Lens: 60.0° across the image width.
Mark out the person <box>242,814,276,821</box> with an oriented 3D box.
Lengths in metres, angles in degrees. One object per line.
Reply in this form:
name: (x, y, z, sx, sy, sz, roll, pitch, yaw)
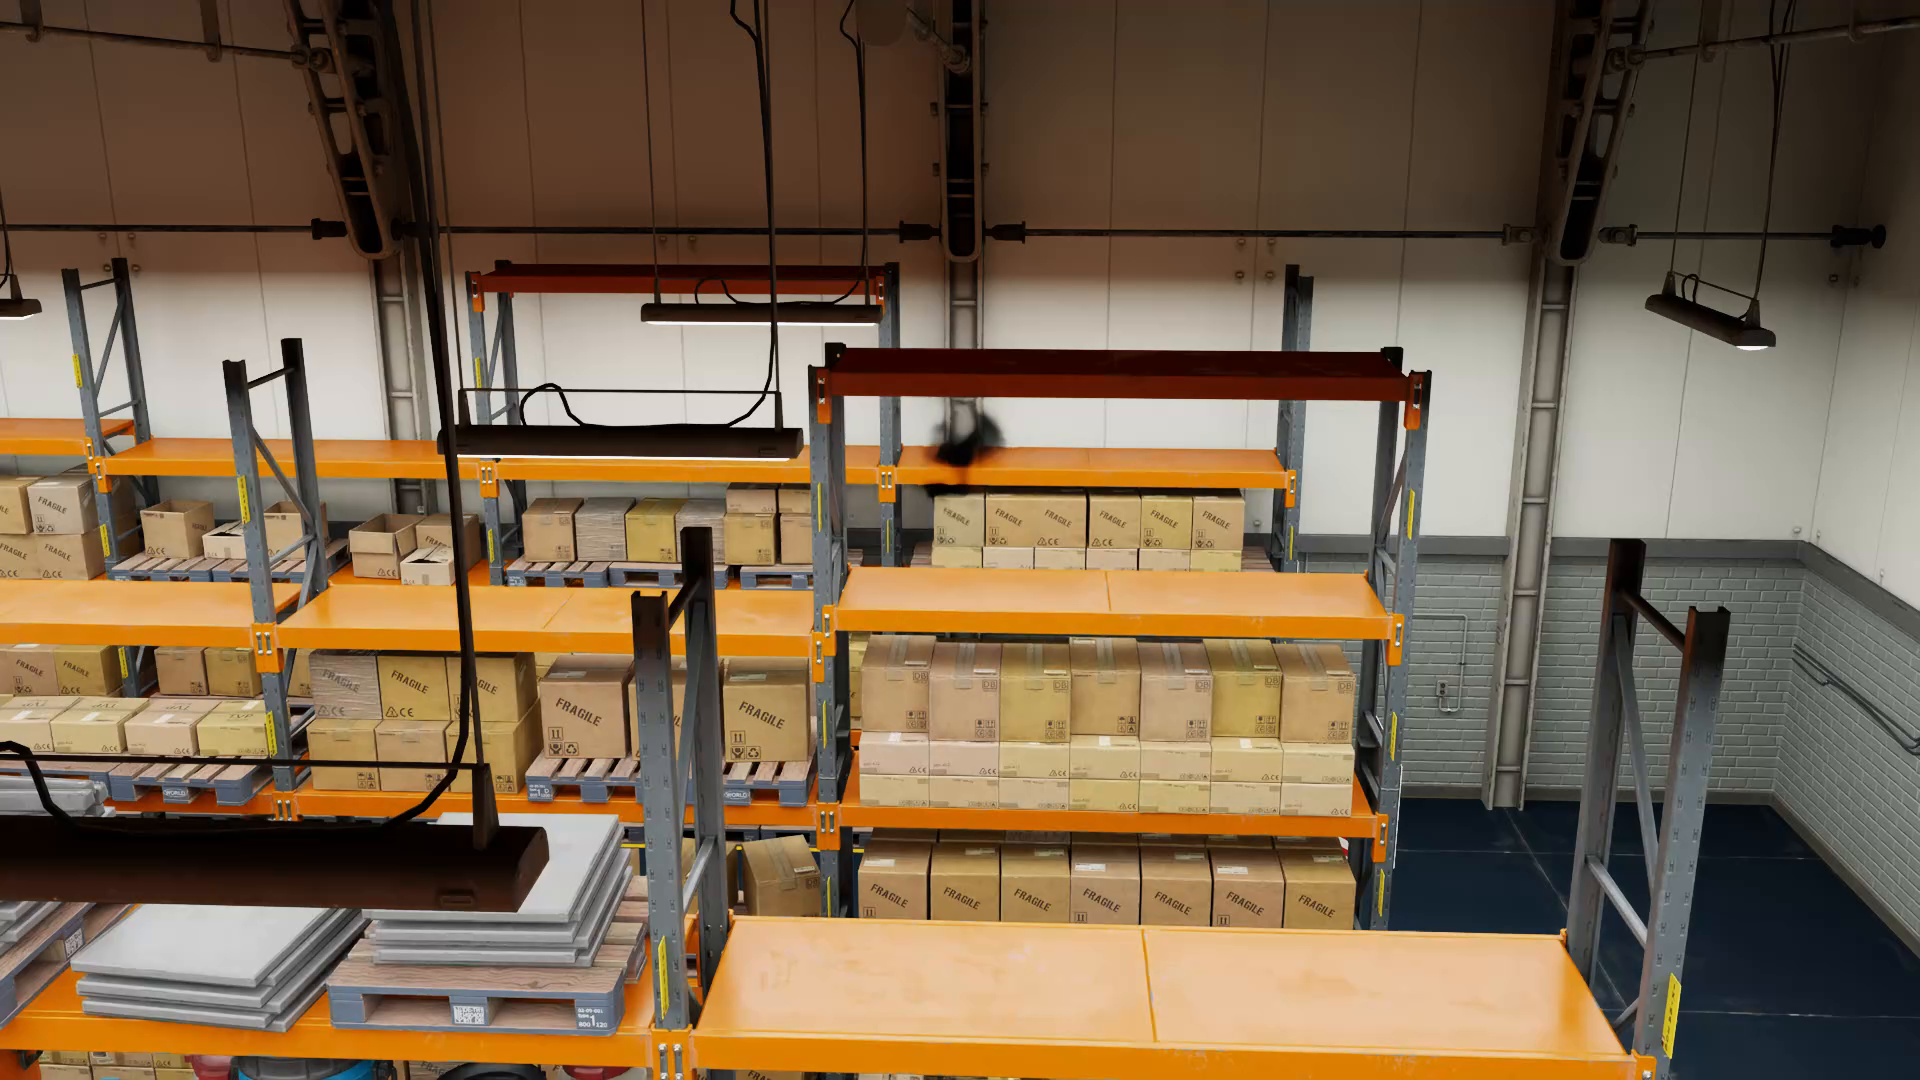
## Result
person: (-6.231, 3.039, 14.938, 0.774, 1.611, 0.581, 2, 16, 5)
